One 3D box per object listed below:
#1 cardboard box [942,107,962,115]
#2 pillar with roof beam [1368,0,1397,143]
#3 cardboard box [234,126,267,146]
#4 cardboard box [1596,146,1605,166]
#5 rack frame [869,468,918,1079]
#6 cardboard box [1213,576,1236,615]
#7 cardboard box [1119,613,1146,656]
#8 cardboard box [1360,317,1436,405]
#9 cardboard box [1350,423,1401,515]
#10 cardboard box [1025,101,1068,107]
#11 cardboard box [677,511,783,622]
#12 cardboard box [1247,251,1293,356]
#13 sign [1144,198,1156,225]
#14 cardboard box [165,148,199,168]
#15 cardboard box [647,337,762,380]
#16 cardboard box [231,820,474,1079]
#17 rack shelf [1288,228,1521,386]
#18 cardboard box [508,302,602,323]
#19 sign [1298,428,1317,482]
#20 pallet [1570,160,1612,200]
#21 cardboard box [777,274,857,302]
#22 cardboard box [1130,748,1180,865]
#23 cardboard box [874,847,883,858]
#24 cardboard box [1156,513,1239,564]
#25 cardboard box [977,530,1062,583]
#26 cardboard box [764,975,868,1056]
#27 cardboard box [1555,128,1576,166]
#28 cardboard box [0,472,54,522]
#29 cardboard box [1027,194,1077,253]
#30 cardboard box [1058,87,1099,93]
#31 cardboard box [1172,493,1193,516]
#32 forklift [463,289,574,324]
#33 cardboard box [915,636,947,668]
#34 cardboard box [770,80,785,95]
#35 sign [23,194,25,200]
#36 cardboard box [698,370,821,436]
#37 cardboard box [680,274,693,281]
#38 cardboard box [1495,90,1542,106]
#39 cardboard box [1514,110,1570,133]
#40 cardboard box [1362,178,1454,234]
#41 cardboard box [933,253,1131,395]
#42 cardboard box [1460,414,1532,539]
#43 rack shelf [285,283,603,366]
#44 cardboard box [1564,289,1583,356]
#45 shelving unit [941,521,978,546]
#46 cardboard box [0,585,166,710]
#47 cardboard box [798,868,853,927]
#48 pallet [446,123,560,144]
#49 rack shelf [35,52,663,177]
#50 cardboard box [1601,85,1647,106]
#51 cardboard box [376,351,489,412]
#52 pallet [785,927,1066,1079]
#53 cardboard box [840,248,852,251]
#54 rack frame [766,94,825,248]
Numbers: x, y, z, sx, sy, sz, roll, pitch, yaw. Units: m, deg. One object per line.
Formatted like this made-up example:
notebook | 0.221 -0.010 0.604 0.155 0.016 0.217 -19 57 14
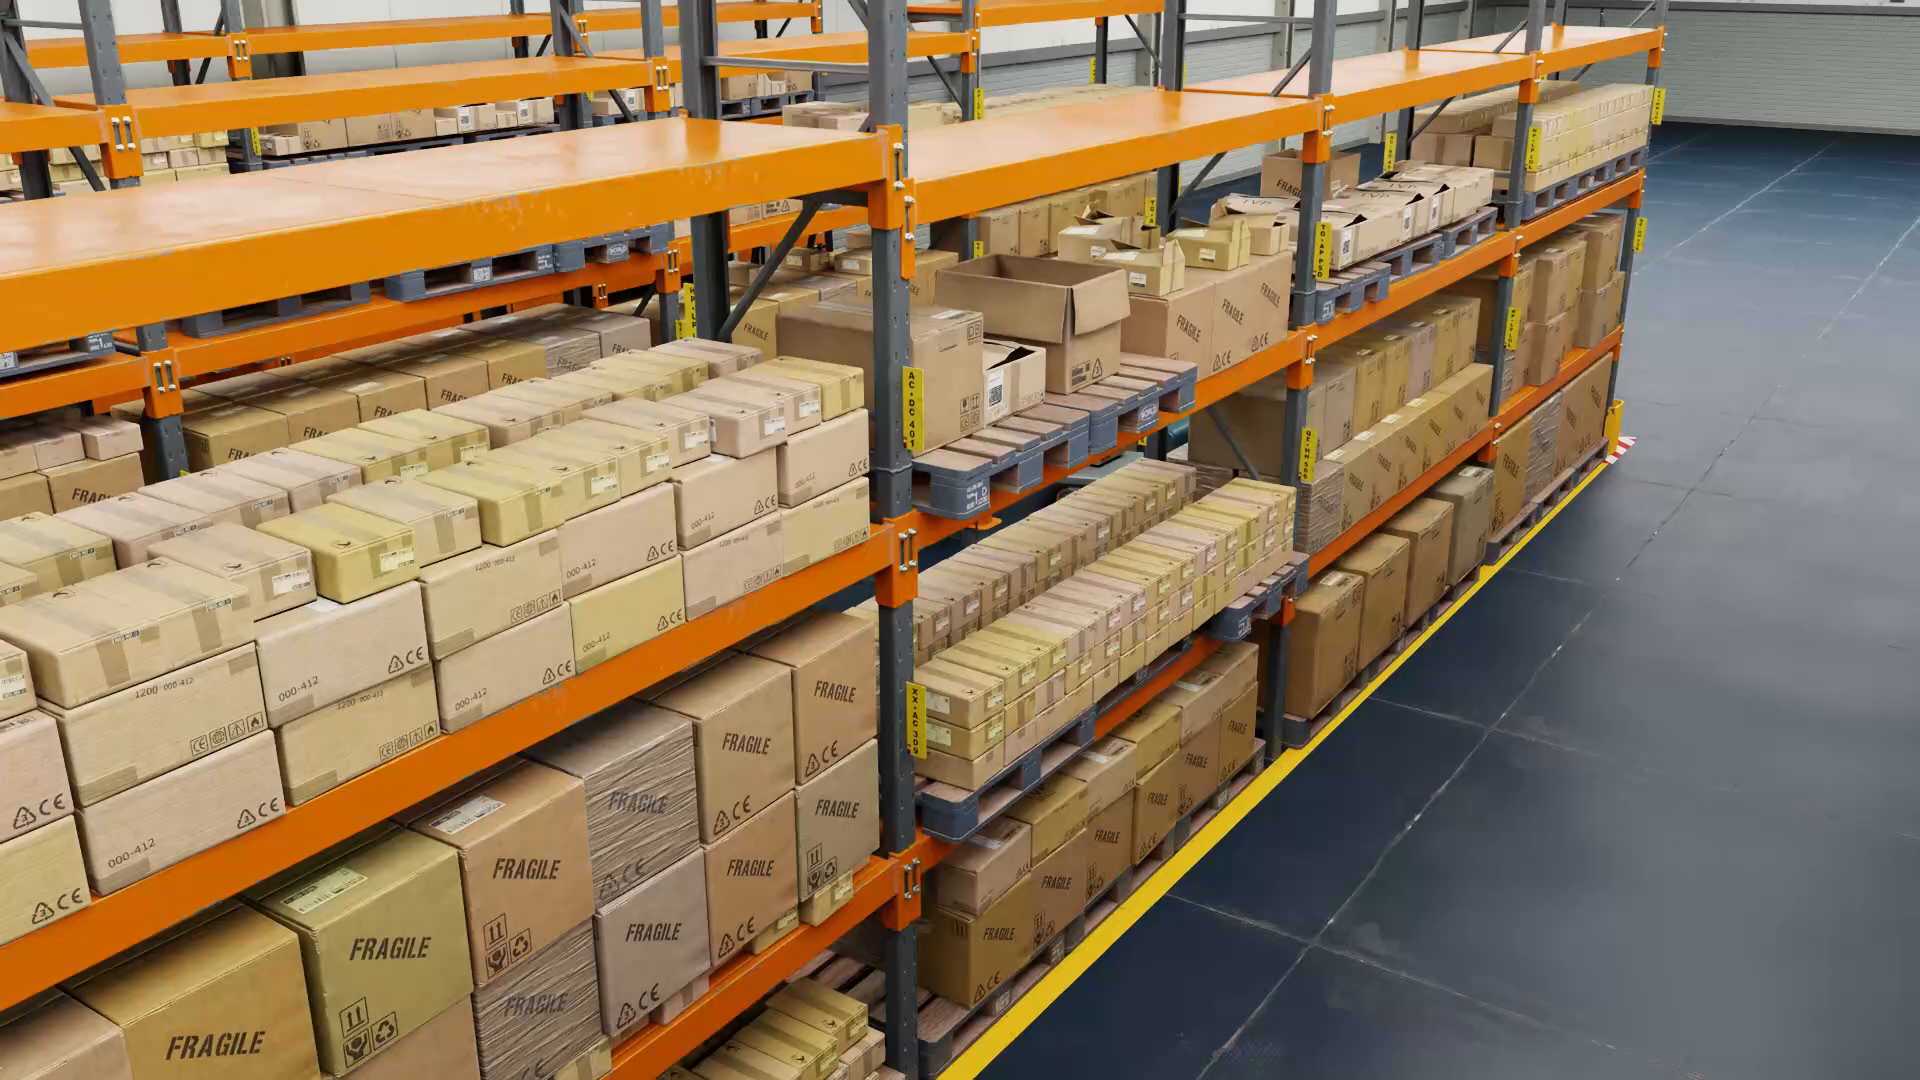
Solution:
cardboard box | -0.208 -4.073 15.989 0.380 0.149 0.250 13 24 31
pillar with roof beam | 13.768 -13.138 36.959 9.100 9.000 0.400 13 24 32
cardboard box | -6.449 -3.844 15.625 0.500 0.250 0.500 13 24 32
cardboard box | 5.346 -3.332 14.386 0.380 0.149 0.250 14 24 32
rack frame | -0.635 1.045 7.264 1.000 3.000 0.127 13 24 32
cardboard box | 1.288 0.265 9.130 0.380 0.149 0.250 13 24 31
cardboard box | 0.700 0.425 8.267 0.380 0.149 0.250 13 24 31
cardboard box | 3.016 -1.330 12.099 0.700 0.500 0.500 14 24 32
cardboard box | 2.656 -0.517 11.342 0.500 0.500 0.500 13 24 32
cardboard box | 0.845 -4.261 16.497 0.380 0.149 0.250 13 24 31
cardboard box | -0.978 0.043 5.866 0.500 0.250 0.500 13 24 32
cardboard box | 1.503 -1.343 9.252 0.500 0.500 0.500 13 24 32
sign | 1.159 -1.900 10.042 0.100 0.325 0.005 13 24 32
cardboard box | -6.807 -3.311 14.356 0.380 0.149 0.250 13 24 31
cardboard box | -0.999 -0.677 6.516 0.380 0.149 0.250 13 24 31
cardboard box | -1.822 1.169 4.914 0.500 0.500 0.500 13 24 31
rack shelf | 2.738 -1.746 11.523 1.077 0.370 4.000 13 24 32
cardboard box | -3.017 -1.461 12.454 0.500 0.500 0.500 12 24 30
sign | 2.068 -0.506 9.901 0.100 0.325 0.005 13 24 32
pallet | 5.017 -3.197 14.536 1.003 0.211 1.213 13 24 32
cardboard box | -1.225 -1.953 14.191 0.500 0.500 0.500 12 24 30
cardboard box | 0.881 1.415 9.260 0.500 0.500 0.500 12 23 29
cardboard box | -0.426 1.405 8.206 0.500 0.250 0.500 13 24 30
cardboard box | 1.280 -0.007 9.007 0.380 0.149 0.250 14 25 33
cardboard box | 0.313 0.082 8.766 0.380 0.149 0.250 13 24 31
cardboard box | -0.620 2.059 7.170 0.380 0.149 0.250 14 25 33
cardboard box | 4.651 -3.201 13.457 0.500 0.250 0.500 13 24 31
cardboard box | -5.115 -0.074 8.704 0.500 0.500 0.500 13 24 31
cardboard box | 0.748 -3.207 16.746 0.700 0.500 0.500 13 24 31
cardboard box | 1.271 -4.800 17.955 0.380 0.149 0.250 13 24 32
cardboard box | 1.176 -0.222 10.017 0.380 0.149 0.250 15 25 34
forklift | -3.808 -1.626 14.584 1.130 2.935 3.031 -10 23 -26
cardboard box | -0.286 0.527 7.992 0.380 0.149 0.250 15 25 34
cardboard box | -2.362 -5.538 20.348 0.380 0.149 0.250 12 24 30
sign | -5.240 -1.792 9.410 0.100 0.325 0.005 13 24 32
cardboard box | -0.725 -0.492 6.017 0.380 0.149 0.250 14 24 33
cardboard box | -3.436 -3.146 20.510 0.500 0.250 0.500 13 24 31
cardboard box | 4.944 -3.907 14.791 0.380 0.149 0.250 13 24 31
cardboard box | 4.633 -3.342 13.262 0.380 0.149 0.250 13 24 31
cardboard box | 3.059 -2.314 11.399 0.500 0.311 0.500 12 24 30
cardboard box | 0.342 -1.025 7.782 0.797 0.503 0.637 13 24 31
cardboard box | 4.273 -0.618 14.217 0.875 0.875 0.875 14 24 33
rack shelf | -5.520 -2.243 17.189 1.077 0.370 4.000 13 24 32
cardboard box | 5.230 -2.055 15.428 0.875 0.550 0.550 13 24 32
shelving unit | -0.005 -0.420 14.250 0.258 0.900 0.210 13 24 32
cardboard box | -2.142 0.253 4.003 0.380 0.149 0.250 13 24 32
cardboard box | -0.657 1.385 6.706 0.380 0.149 0.250 13 24 30
pallet | -4.881 -4.216 17.437 0.805 0.209 1.217 12 24 30
rack shelf | -3.661 -2.754 10.501 1.077 0.370 4.000 13 24 32
cardboard box | 6.060 -4.071 15.234 0.380 0.149 0.250 13 24 32
cardboard box | -3.468 -0.922 10.996 0.500 0.500 0.500 13 24 31
pallet | -0.199 2.129 8.353 1.003 0.211 1.213 13 24 32
cardboard box | -0.789 -2.492 15.647 0.500 0.500 0.500 14 24 33
rack frame | -2.147 -4.302 21.718 1.000 3.000 0.127 13 24 32
